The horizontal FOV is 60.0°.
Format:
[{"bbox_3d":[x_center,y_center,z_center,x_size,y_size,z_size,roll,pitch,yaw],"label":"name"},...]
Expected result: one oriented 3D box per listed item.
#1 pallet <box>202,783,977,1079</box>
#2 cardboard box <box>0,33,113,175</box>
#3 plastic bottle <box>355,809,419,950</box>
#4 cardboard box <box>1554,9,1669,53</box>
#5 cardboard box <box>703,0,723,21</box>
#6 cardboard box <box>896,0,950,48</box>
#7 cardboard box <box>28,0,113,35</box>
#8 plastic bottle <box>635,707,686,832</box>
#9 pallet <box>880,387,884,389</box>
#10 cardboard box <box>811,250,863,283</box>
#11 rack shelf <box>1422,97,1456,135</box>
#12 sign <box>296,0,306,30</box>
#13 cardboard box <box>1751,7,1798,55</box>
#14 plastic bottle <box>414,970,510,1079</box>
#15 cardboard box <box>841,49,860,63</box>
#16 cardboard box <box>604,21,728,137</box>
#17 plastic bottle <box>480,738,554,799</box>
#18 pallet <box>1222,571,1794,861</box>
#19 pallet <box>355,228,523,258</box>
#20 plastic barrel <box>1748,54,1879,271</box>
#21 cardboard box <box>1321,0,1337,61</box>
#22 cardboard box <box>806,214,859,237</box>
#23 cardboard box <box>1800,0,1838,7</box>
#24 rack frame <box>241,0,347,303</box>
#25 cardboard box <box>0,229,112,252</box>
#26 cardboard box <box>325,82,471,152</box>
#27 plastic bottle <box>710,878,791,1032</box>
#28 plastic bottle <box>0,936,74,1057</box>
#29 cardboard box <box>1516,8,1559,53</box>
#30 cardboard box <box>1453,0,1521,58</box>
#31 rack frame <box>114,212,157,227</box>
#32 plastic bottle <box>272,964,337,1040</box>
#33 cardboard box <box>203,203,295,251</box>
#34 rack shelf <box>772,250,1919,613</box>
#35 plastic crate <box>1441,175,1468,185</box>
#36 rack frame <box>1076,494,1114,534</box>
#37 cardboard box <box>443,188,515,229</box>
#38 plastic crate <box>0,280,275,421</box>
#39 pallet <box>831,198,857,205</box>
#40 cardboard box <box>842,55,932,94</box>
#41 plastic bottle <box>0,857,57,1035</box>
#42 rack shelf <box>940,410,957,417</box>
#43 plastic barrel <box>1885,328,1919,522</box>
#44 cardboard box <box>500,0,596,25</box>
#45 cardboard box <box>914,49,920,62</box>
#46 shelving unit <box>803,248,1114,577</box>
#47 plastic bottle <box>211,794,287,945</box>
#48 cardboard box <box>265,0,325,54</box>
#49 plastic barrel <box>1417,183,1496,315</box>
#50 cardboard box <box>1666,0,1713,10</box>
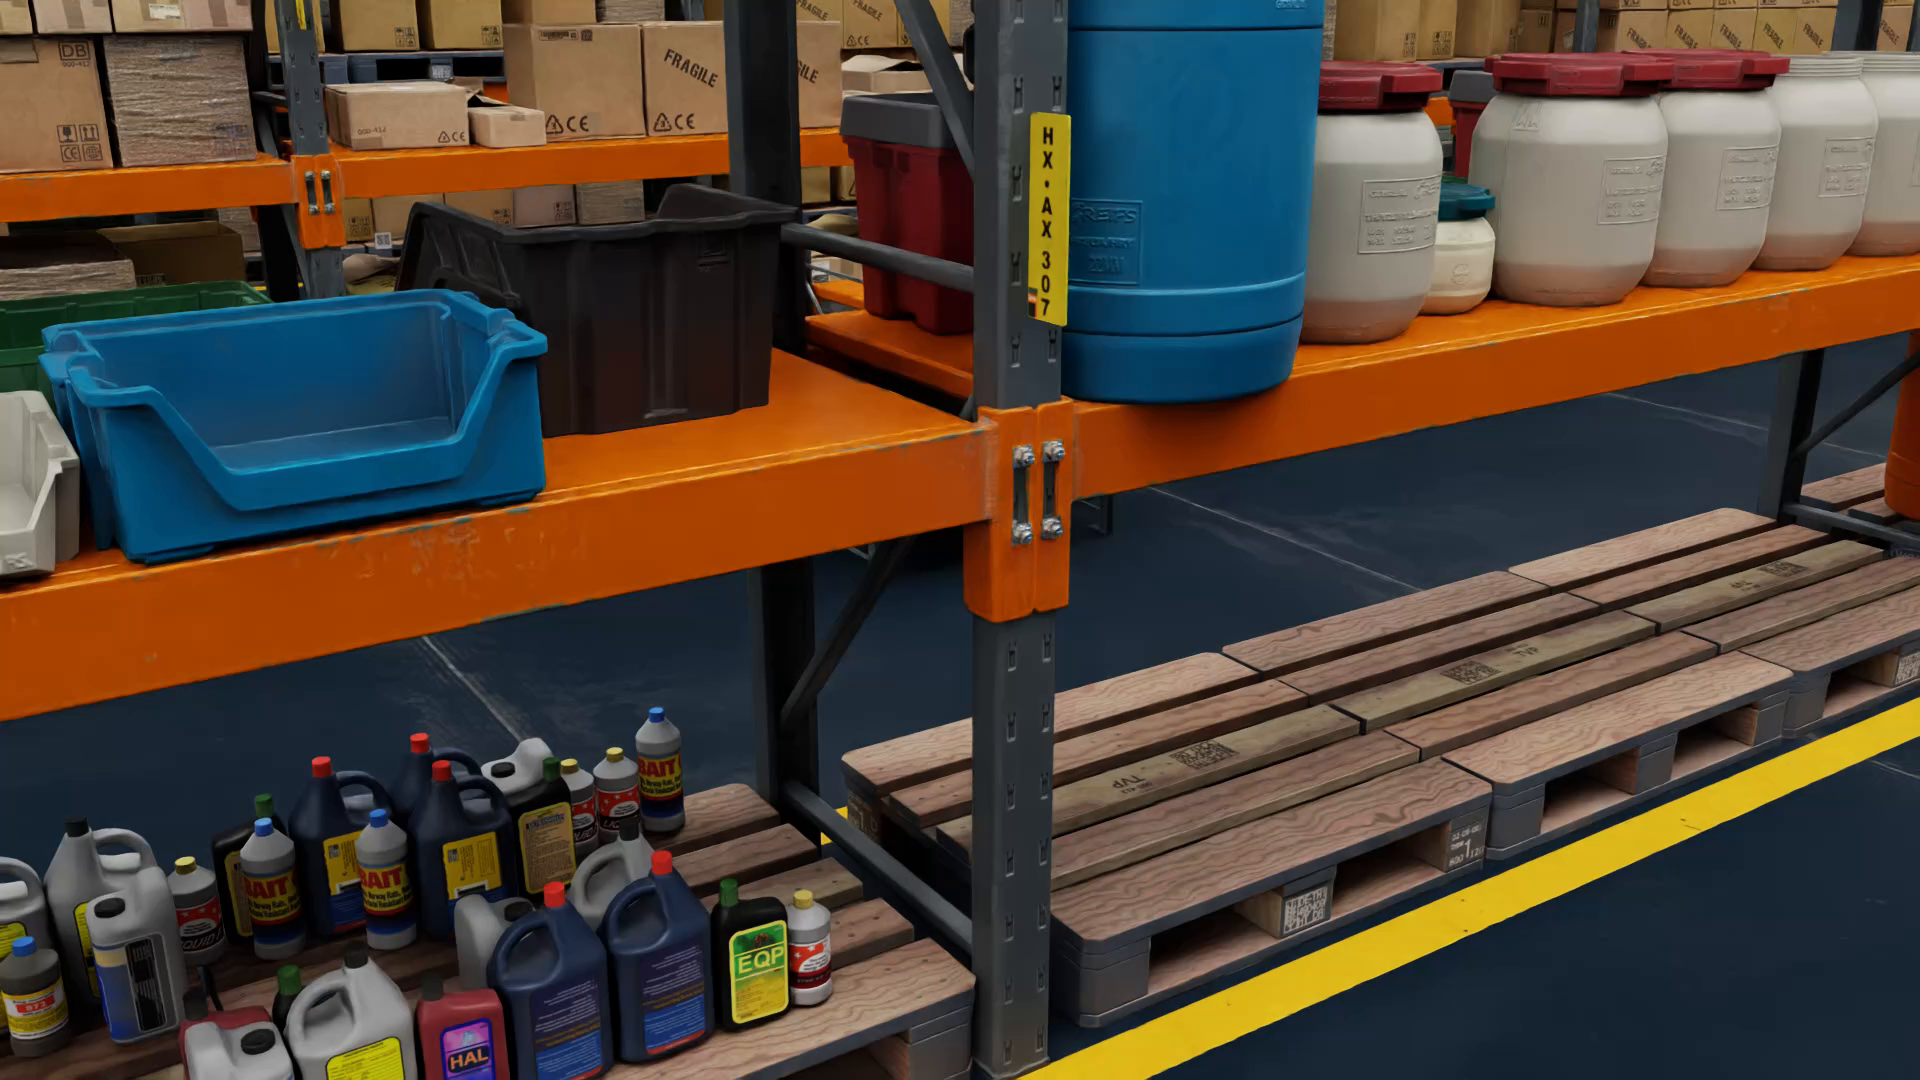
[{"bbox_3d":[-0.737,0.904,3.242,1.213,0.211,1.003,-12,22,-31],"label":"pallet"},{"bbox_3d":[-3.678,-1.723,6.501,0.500,0.500,0.700,-12,22,-32],"label":"cardboard box"},{"bbox_3d":[-1.110,0.649,3.215,0.097,0.271,0.097,0,19,0],"label":"plastic bottle"},{"bbox_3d":[4.383,-3.323,11.235,0.500,0.500,0.500,-11,22,-30],"label":"cardboard box"},{"bbox_3d":[-1.715,-4.094,13.018,0.500,0.500,0.500,-11,22,-30],"label":"cardboard box"},{"bbox_3d":[-0.427,-4.364,13.819,0.500,0.500,0.500,-11,22,-30],"label":"cardboard box"},{"bbox_3d":[-3.409,-2.009,6.336,0.250,0.149,0.380,-13,22,-33],"label":"cardboard box"},{"bbox_3d":[-0.660,0.499,3.659,0.097,0.271,0.097,0,19,0],"label":"plastic bottle"},{"bbox_3d":[-0.243,-1.099,9.165,1.213,0.211,1.003,-12,22,-31],"label":"pallet"},{"bbox_3d":[-0.689,-1.377,8.396,0.500,0.311,0.500,-12,22,-32],"label":"cardboard box"},{"bbox_3d":[2.137,-2.566,10.274,4.000,0.370,1.077,-12,22,-31],"label":"rack shelf"},{"bbox_3d":[-2.568,-2.149,6.443,0.005,0.325,0.100,-12,22,-31],"label":"sign"},{"bbox_3d":[5.651,-3.592,12.029,0.500,0.500,0.500,-12,22,-32],"label":"cardboard box"},{"bbox_3d":[-0.806,0.818,2.695,0.133,0.283,0.061,-10,21,-28],"label":"plastic bottle"},{"bbox_3d":[-1.021,-3.957,13.626,0.250,0.149,0.380,-11,22,-30],"label":"cardboard box"},{"bbox_3d":[-1.366,-2.209,7.939,0.500,0.500,0.500,-12,22,-31],"label":"cardboard box"},{"bbox_3d":[-0.915,0.561,3.468,0.135,0.276,0.152,-11,22,-29],"label":"plastic bottle"},{"bbox_3d":[1.501,0.432,4.638,1.213,0.211,1.003,-12,22,-31],"label":"pallet"},{"bbox_3d":[-3.933,-2.207,12.443,1.213,0.211,1.003,-12,22,-31],"label":"pallet"},{"bbox_3d":[2.094,-0.969,4.254,0.421,0.512,0.421,0,19,0],"label":"plastic barrel"},{"bbox_3d":[1.799,-3.052,9.776,0.500,0.500,0.700,-8,20,-21],"label":"cardboard box"},{"bbox_3d":[-0.567,-1.608,9.079,0.500,0.311,0.500,-13,22,-33],"label":"cardboard box"},{"bbox_3d":[6.075,-4.151,12.122,0.500,0.500,0.500,-11,22,-30],"label":"cardboard box"},{"bbox_3d":[-2.874,-1.850,7.033,0.127,3.000,1.000,-12,22,-31],"label":"rack frame"},{"bbox_3d":[-3.847,-1.013,7.025,0.500,0.500,0.500,-12,22,-31],"label":"cardboard box"},{"bbox_3d":[-2.487,-1.877,7.348,0.500,0.250,0.500,-10,21,-28],"label":"cardboard box"},{"bbox_3d":[-0.374,0.727,2.965,0.133,0.283,0.061,-11,21,-29],"label":"plastic bottle"},{"bbox_3d":[-1.621,0.790,2.908,0.097,0.201,0.097,0,19,0],"label":"plastic bottle"},{"bbox_3d":[4.083,-3.463,11.648,0.500,0.500,0.500,-11,22,-31],"label":"cardboard box"},{"bbox_3d":[3.288,-3.482,11.048,0.700,0.500,0.500,14,23,35],"label":"cardboard box"},{"bbox_3d":[-5.602,-3.174,10.950,0.127,3.000,1.000,-12,22,-31],"label":"rack frame"},{"bbox_3d":[-1.040,0.812,2.712,0.133,0.283,0.061,-12,22,-31],"label":"plastic bottle"},{"bbox_3d":[-4.996,-2.333,11.677,0.500,0.500,0.700,-11,22,-30],"label":"cardboard box"},{"bbox_3d":[1.517,-0.536,4.269,4.000,0.370,1.077,-12,22,-31],"label":"rack shelf"},{"bbox_3d":[1.146,-0.806,4.276,0.662,0.188,0.450,-12,22,-31],"label":"plastic crate"},{"bbox_3d":[0.430,-0.624,6.333,0.032,1.125,0.500,-12,22,-31],"label":"rack frame"},{"bbox_3d":[-3.727,-2.607,12.490,0.500,0.500,0.700,-12,22,-32],"label":"cardboard box"},{"bbox_3d":[-1.442,-0.260,2.662,0.662,0.188,0.450,-12,22,-31],"label":"plastic crate"},{"bbox_3d":[-0.543,-2.890,14.464,1.213,0.211,1.003,-12,22,-31],"label":"pallet"},{"bbox_3d":[-0.387,-2.406,8.818,0.500,0.311,0.500,-12,22,-32],"label":"cardboard box"},{"bbox_3d":[-1.724,0.694,2.957,0.185,0.351,0.144,-11,22,-29],"label":"plastic bottle"},{"bbox_3d":[0.006,-0.302,6.146,1.000,0.278,0.538,-12,22,-31],"label":"rack shelf"},{"bbox_3d":[3.587,-0.490,5.745,0.708,0.830,0.600,-12,22,-31],"label":"plastic barrel"},{"bbox_3d":[-3.100,-3.943,12.382,0.500,0.500,0.700,-14,23,-36],"label":"cardboard box"},{"bbox_3d":[-0.360,-4.083,13.999,0.250,0.149,0.380,-11,22,-30],"label":"cardboard box"},{"bbox_3d":[0.006,-0.534,6.068,1.048,1.125,0.538,-12,22,-31],"label":"shelving unit"},{"bbox_3d":[-1.374,0.637,3.233,0.133,0.283,0.061,-11,21,-29],"label":"plastic bottle"},{"bbox_3d":[-4.687,-3.607,11.387,0.500,0.500,0.700,-9,21,-26],"label":"cardboard box"},{"bbox_3d":[1.037,-0.651,3.702,0.301,0.262,0.301,0,19,0],"label":"plastic barrel"},{"bbox_3d":[4.786,-3.879,11.317,0.500,0.500,0.500,-13,22,-33],"label":"cardboard box"}]
